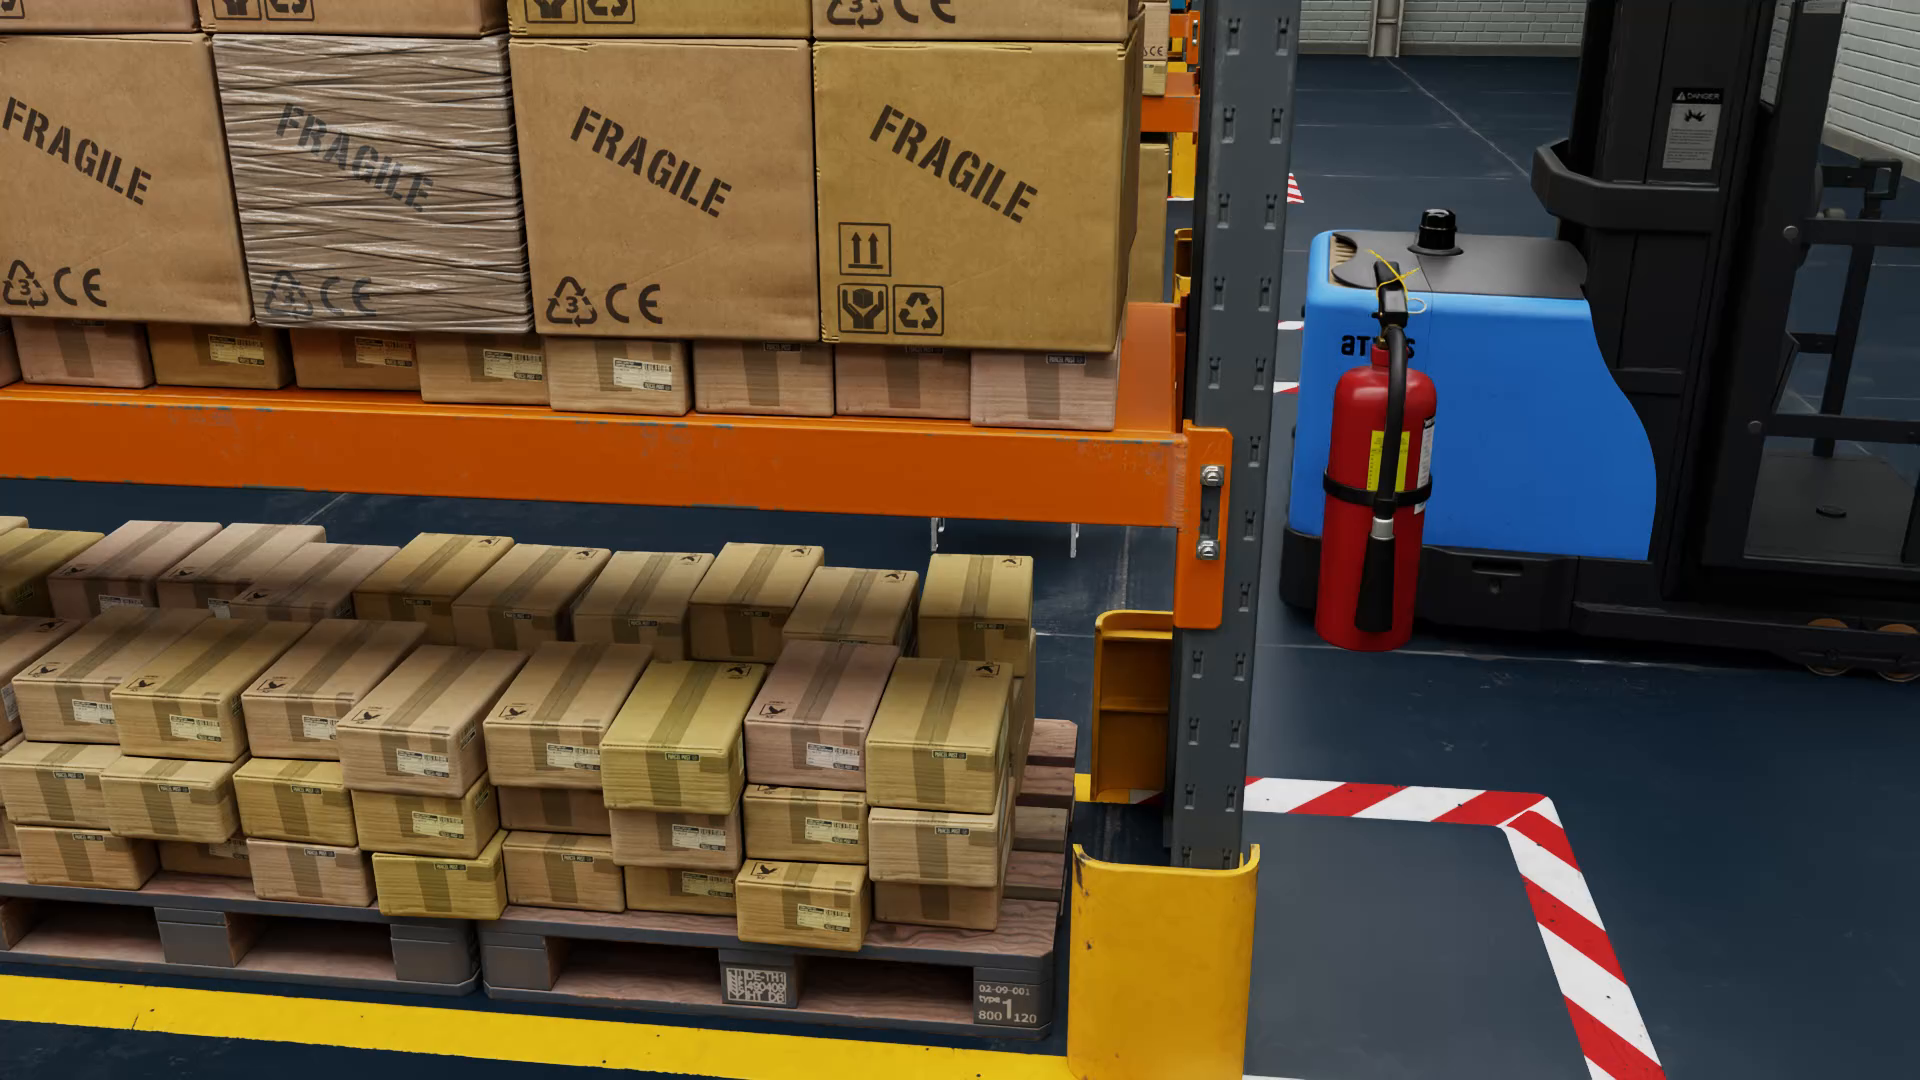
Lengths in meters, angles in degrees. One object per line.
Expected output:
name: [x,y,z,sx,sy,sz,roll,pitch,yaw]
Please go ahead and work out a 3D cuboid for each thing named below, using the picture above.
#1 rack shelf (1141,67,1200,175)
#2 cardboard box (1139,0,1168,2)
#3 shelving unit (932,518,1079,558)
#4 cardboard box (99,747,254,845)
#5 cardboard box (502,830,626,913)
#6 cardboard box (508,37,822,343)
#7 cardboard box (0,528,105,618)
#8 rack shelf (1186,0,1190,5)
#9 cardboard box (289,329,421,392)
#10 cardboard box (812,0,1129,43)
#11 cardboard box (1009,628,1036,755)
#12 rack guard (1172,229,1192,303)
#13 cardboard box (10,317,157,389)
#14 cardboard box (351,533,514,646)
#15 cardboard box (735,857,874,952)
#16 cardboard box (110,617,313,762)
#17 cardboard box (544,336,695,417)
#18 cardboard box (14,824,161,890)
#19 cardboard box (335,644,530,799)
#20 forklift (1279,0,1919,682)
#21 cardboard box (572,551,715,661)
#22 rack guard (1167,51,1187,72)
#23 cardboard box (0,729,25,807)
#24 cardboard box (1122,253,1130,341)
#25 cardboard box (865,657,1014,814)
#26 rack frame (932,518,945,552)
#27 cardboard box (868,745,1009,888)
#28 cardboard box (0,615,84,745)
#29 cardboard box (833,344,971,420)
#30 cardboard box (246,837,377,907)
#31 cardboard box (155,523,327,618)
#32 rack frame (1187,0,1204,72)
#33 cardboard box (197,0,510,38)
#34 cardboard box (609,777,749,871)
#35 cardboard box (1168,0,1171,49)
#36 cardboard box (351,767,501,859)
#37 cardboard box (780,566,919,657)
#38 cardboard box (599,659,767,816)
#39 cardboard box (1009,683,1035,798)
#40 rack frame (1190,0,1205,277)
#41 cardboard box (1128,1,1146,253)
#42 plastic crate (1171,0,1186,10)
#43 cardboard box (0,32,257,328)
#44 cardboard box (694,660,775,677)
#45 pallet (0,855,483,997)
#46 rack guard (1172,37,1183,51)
rack shelf: [-0.781,-2.093,8.132,4.000,0.370,1.077,2,22,6]
cardboard box: [0.691,-2.683,7.427,0.500,0.500,0.500,3,22,7]
shelving unit: [0.164,-0.551,5.701,0.503,1.200,0.258,2,22,6]
cardboard box: [-1.597,0.480,3.548,0.250,0.149,0.380,3,22,7]
cardboard box: [-0.792,0.627,3.582,0.250,0.149,0.380,3,22,7]
cardboard box: [-0.466,-0.669,3.011,0.500,0.500,0.500,2,22,5]
cardboard box: [-2.312,0.111,4.076,0.250,0.149,0.380,3,22,8]
rack shelf: [0.389,-5.710,17.280,4.000,0.370,1.077,2,22,6]
cardboard box: [-1.104,-0.416,3.255,0.250,0.149,0.380,2,22,4]
cardboard box: [0.038,-1.113,2.775,0.500,0.500,0.500,2,22,5]
cardboard box: [0.031,0.341,3.898,0.250,0.149,0.380,3,22,9]
rack guard: [1.229,-1.177,8.238,0.348,0.500,1.175,2,22,6]
cardboard box: [-1.623,-0.425,3.277,0.250,0.149,0.380,3,22,8]
cardboard box: [-1.268,0.123,4.046,0.250,0.149,0.380,3,22,7]
cardboard box: [-0.293,0.675,3.458,0.250,0.149,0.380,3,22,8]
cardboard box: [-1.584,0.314,3.563,0.250,0.149,0.380,3,22,7]
cardboard box: [-0.585,-0.361,3.114,0.250,0.149,0.380,3,22,8]
cardboard box: [-1.834,0.597,3.655,0.250,0.149,0.380,2,22,5]
cardboard box: [-1.072,0.367,3.429,0.250,0.149,0.380,3,22,8]
forklift: [2.589,-1.160,4.887,3.031,2.935,1.130,4,22,11]
cardboard box: [-0.738,0.167,3.936,0.250,0.149,0.380,1,22,4]
rack guard: [2.300,-4.798,17.397,0.348,0.500,1.175,2,22,6]
cardboard box: [-2.082,0.426,3.684,0.250,0.149,0.380,4,22,9]
cardboard box: [0.238,-0.551,3.596,0.250,0.149,0.380,2,22,6]
cardboard box: [-0.034,0.389,3.373,0.250,0.149,0.380,3,22,7]
rack frame: [-0.078,-0.561,5.728,0.015,1.200,0.240,2,22,6]
cardboard box: [-0.036,0.539,3.398,0.250,0.149,0.380,2,22,5]
cardboard box: [-2.105,0.307,3.580,0.250,0.149,0.380,3,22,7]
cardboard box: [-0.078,-0.353,3.094,0.250,0.149,0.380,2,22,6]
cardboard box: [-1.322,0.619,3.600,0.250,0.149,0.380,3,22,7]
cardboard box: [-1.763,0.096,4.113,0.250,0.149,0.380,2,22,4]
rack frame: [1.788,-4.149,12.355,0.127,3.000,1.000,2,22,6]
cardboard box: [-0.983,-1.154,2.879,0.500,0.500,0.500,4,22,9]
cardboard box: [-0.553,0.517,3.453,0.250,0.149,0.380,2,22,4]
cardboard box: [0.761,-2.529,8.056,0.500,0.250,0.500,2,22,5]
cardboard box: [-1.068,0.500,3.498,0.250,0.149,0.380,3,22,7]
cardboard box: [-0.247,0.205,3.839,0.250,0.149,0.380,3,22,7]
cardboard box: [-0.549,0.392,3.365,0.250,0.149,0.380,2,22,5]
cardboard box: [0.039,0.457,4.011,0.250,0.149,0.380,3,22,7]
rack frame: [1.205,-2.341,7.781,0.127,3.000,1.000,2,22,6]
cardboard box: [0.108,-0.839,3.443,0.500,0.500,0.500,4,22,9]
plastic crate: [1.434,-4.140,12.202,0.499,0.435,0.616,2,22,6]
cardboard box: [-1.465,-0.713,3.122,0.500,0.500,0.500,4,22,9]
cardboard box: [-0.487,0.331,3.925,0.250,0.149,0.380,3,22,7]
pallet: [-1.565,0.657,3.990,1.213,0.211,1.003,2,22,6]
rack guard: [2.978,-6.603,21.961,0.348,0.500,1.175,2,22,6]
